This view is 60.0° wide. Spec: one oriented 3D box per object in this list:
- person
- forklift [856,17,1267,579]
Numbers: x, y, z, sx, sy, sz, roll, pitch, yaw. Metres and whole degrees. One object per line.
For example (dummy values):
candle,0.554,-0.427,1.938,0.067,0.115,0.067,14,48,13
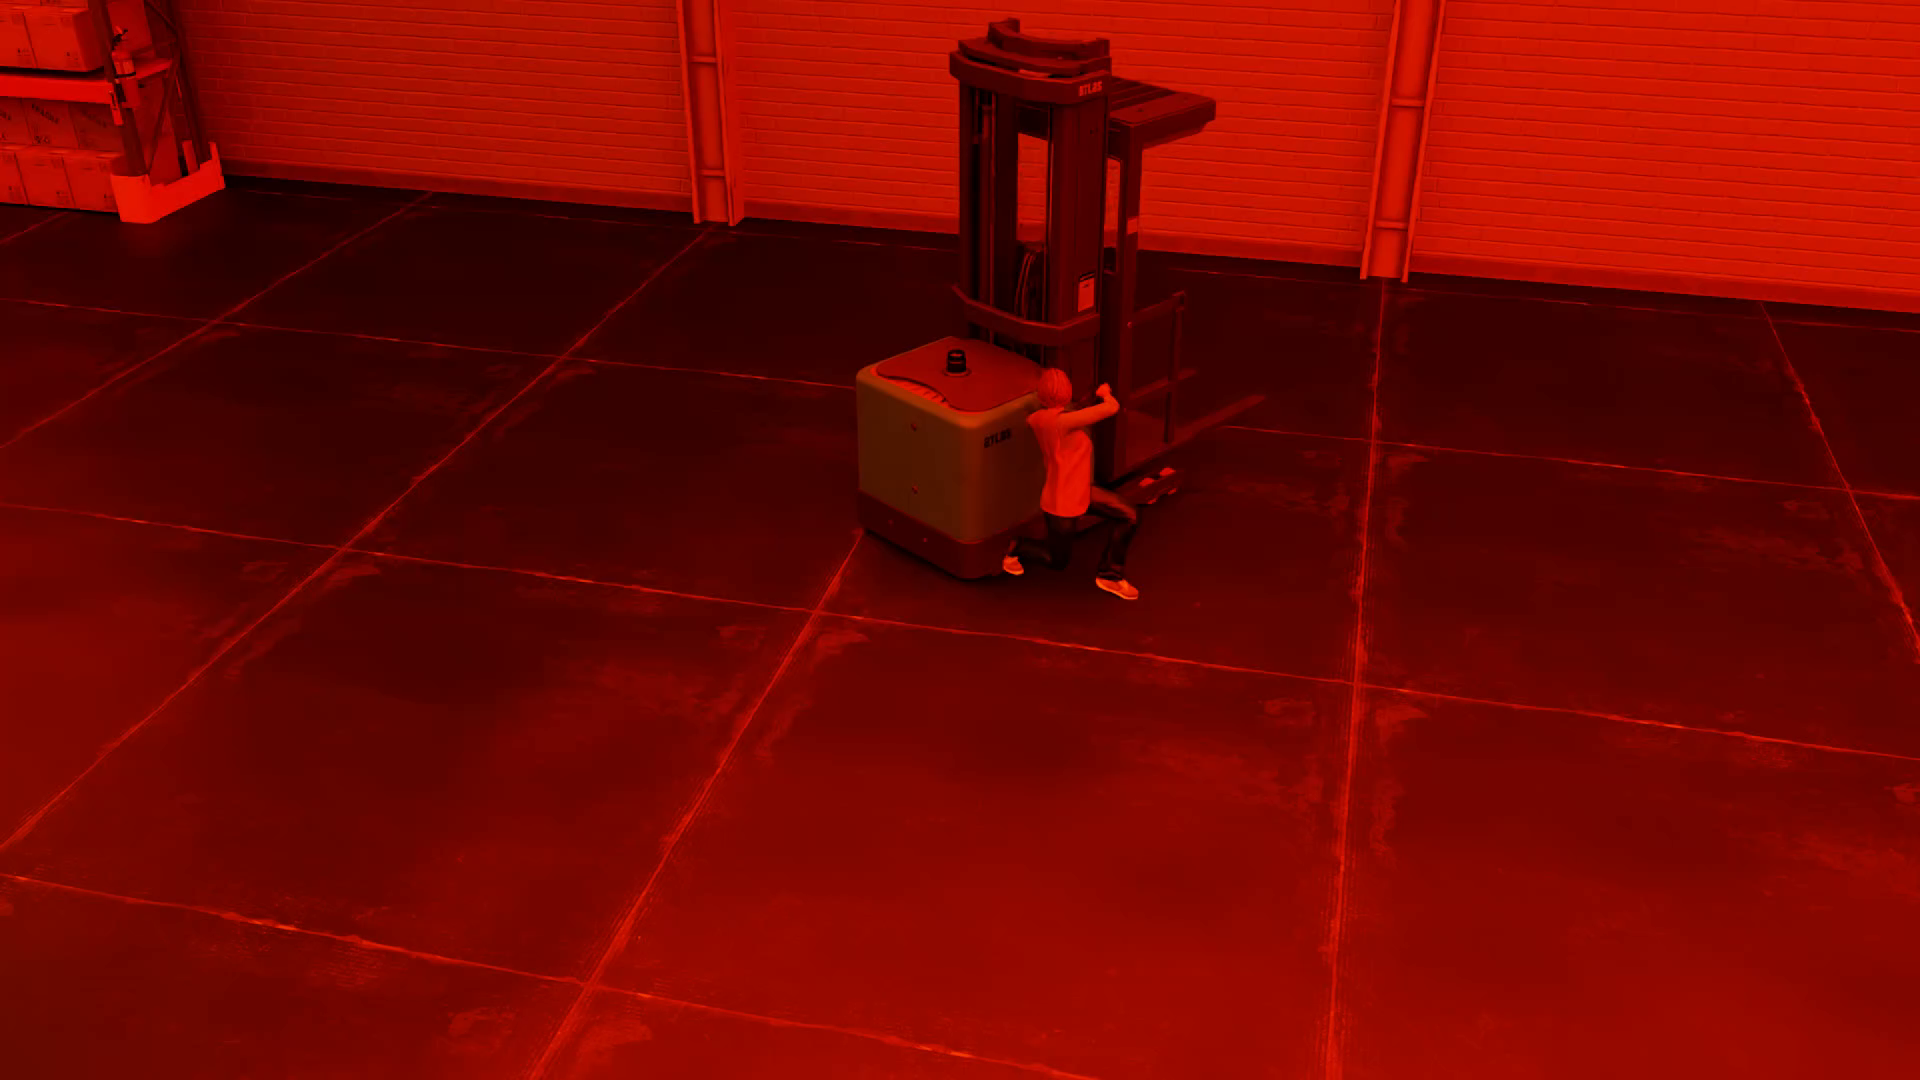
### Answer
person,0.645,-0.388,9.497,0.882,1.318,0.776,7,30,12
forklift,0.785,-1.667,10.112,3.031,2.935,1.130,-25,38,-37
